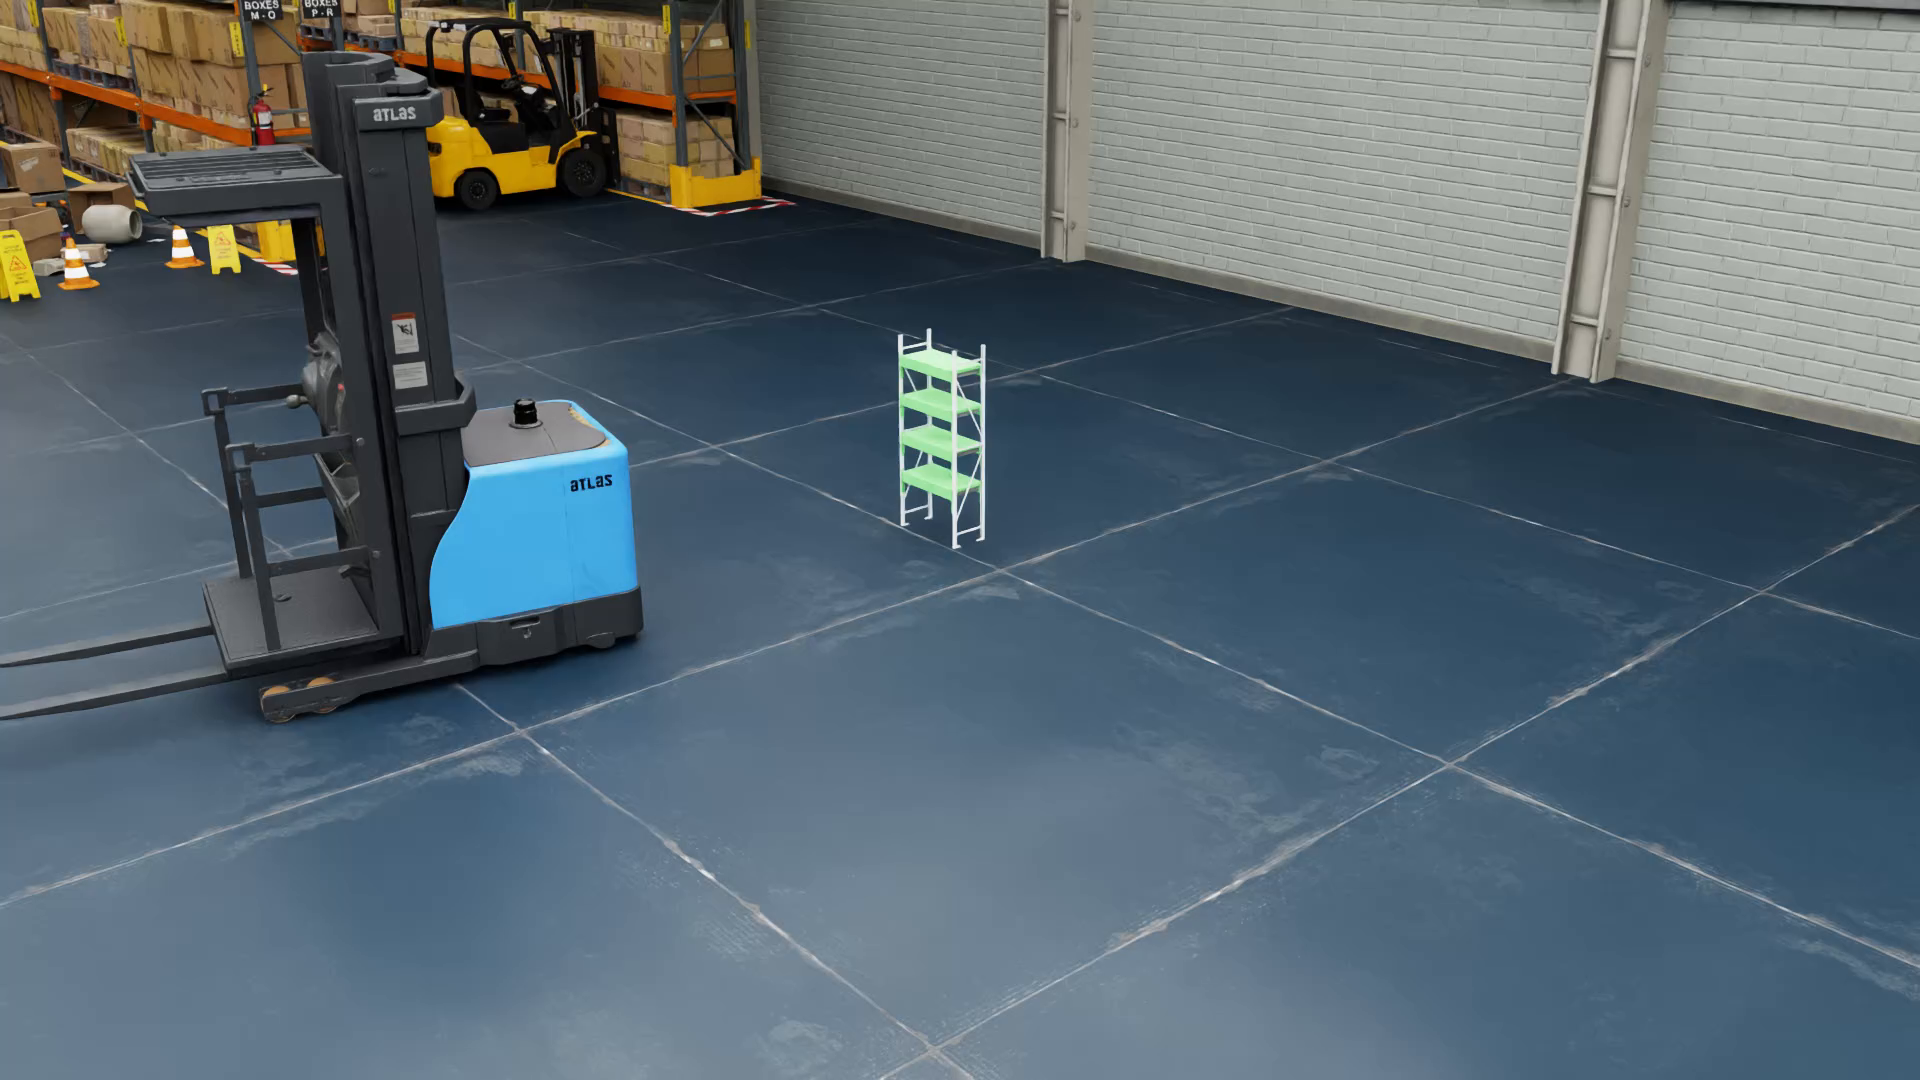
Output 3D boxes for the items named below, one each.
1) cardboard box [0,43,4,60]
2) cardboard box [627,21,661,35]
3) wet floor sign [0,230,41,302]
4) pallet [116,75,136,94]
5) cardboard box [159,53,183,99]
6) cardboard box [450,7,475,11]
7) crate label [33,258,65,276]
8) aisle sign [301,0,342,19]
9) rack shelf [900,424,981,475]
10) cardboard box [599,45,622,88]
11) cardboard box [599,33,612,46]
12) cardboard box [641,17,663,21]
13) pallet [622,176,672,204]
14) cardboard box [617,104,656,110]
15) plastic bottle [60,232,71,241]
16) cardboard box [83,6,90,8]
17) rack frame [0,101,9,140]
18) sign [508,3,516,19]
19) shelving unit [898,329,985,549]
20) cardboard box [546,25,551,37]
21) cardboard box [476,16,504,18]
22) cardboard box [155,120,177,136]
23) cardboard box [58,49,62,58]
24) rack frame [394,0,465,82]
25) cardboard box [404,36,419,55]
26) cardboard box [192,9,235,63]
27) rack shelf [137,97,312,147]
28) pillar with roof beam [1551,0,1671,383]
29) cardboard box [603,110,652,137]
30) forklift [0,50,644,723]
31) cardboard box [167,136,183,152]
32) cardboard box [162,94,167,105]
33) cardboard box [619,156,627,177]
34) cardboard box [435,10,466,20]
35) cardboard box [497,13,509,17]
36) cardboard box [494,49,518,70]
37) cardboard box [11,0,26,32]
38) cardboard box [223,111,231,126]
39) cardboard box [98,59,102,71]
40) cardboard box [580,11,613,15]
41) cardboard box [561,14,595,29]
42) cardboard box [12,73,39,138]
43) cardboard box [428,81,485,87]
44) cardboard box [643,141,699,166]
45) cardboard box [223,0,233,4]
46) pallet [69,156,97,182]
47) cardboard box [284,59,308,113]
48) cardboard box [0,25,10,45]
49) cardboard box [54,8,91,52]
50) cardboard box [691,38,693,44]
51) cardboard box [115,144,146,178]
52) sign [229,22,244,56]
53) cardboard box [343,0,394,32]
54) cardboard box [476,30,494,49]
[{"bbox_3d":[-13.891,-7.226,24.525,0.500,0.250,0.500,-18,28,-38],"label":"cardboard box"},{"bbox_3d":[-3.924,-6.384,20.736,0.380,0.149,0.250,-17,27,-37],"label":"cardboard box"},{"bbox_3d":[-8.972,-2.613,15.771,0.232,0.644,0.267,17,27,36],"label":"wet floor sign"},{"bbox_3d":[-9.806,-5.714,20.723,1.003,0.211,1.213,-17,27,-37],"label":"pallet"},{"bbox_3d":[-8.678,-5.280,18.806,0.500,0.500,0.500,-18,28,-38],"label":"cardboard box"},{"bbox_3d":[-7.527,-8.021,25.322,0.380,0.149,0.250,-17,27,-37],"label":"cardboard box"},{"bbox_3d":[-9.244,-2.776,16.883,0.298,0.136,0.250,7,23,18],"label":"crate label"},{"bbox_3d":[-6.531,-5.720,16.909,0.394,0.787,0.004,-17,27,-37],"label":"aisle sign"},{"bbox_3d":[-0.108,-0.545,9.905,0.258,0.148,0.480,-17,27,-37],"label":"rack shelf"},{"bbox_3d":[-4.235,-6.042,21.161,0.500,0.500,0.500,-18,28,-38],"label":"cardboard box"},{"bbox_3d":[-4.343,-6.361,21.086,0.380,0.149,0.250,-17,27,-37],"label":"cardboard box"},{"bbox_3d":[-3.872,-6.651,21.416,0.380,0.149,0.250,-18,28,-39],"label":"cardboard box"},{"bbox_3d":[-3.580,-4.538,21.281,1.003,0.211,1.213,-17,27,-37],"label":"pallet"},{"bbox_3d":[-4.195,-5.615,22.030,0.500,0.250,0.500,-18,28,-38],"label":"cardboard box"},{"bbox_3d":[-9.996,-3.386,18.546,0.133,0.061,0.283,-12,25,-28],"label":"plastic bottle"},{"bbox_3d":[-11.521,-6.984,22.581,0.500,0.500,0.500,-18,28,-39],"label":"cardboard box"},{"bbox_3d":[-14.640,-7.768,25.704,1.000,3.000,0.127,-17,27,-37],"label":"rack frame"},{"bbox_3d":[-6.064,-7.111,22.547,0.100,0.325,0.005,-17,27,-37],"label":"sign"},{"bbox_3d":[-0.108,-0.604,9.882,0.258,1.200,0.503,-17,27,-37],"label":"shelving unit"},{"bbox_3d":[-5.289,-6.802,22.210,0.380,0.149,0.250,-18,27,-38],"label":"cardboard box"},{"bbox_3d":[-6.625,-7.319,23.530,0.380,0.149,0.250,-19,28,-39],"label":"cardboard box"},{"bbox_3d":[-9.201,-4.848,19.525,0.380,0.149,0.250,-17,27,-37],"label":"cardboard box"},{"bbox_3d":[-11.957,-6.607,22.509,0.380,0.149,0.250,-19,29,-40],"label":"cardboard box"},{"bbox_3d":[-8.271,-7.845,25.902,1.000,3.000,0.127,-17,27,-37],"label":"rack frame"},{"bbox_3d":[-8.166,-7.595,25.467,0.500,0.250,0.500,-17,27,-37],"label":"cardboard box"},{"bbox_3d":[-7.630,-5.334,17.573,0.700,0.500,0.500,-17,27,-37],"label":"cardboard box"},{"bbox_3d":[-8.112,-4.670,18.781,1.077,0.370,4.000,-17,27,-37],"label":"rack shelf"},{"bbox_3d":[1.751,-4.495,9.122,9.100,9.000,0.400,-17,27,-37],"label":"pillar with roof beam"},{"bbox_3d":[-4.260,-5.346,21.343,0.500,0.250,0.500,-17,27,-37],"label":"cardboard box"},{"bbox_3d":[-3.184,-0.729,7.826,3.031,2.935,1.130,-11,24,-27],"label":"forklift"},{"bbox_3d":[-8.879,-4.450,19.398,0.500,0.500,0.500,-16,27,-35],"label":"cardboard box"},{"bbox_3d":[-9.054,-5.154,19.374,0.380,0.149,0.250,-18,27,-38],"label":"cardboard box"},{"bbox_3d":[-4.232,-4.885,21.538,0.500,0.250,0.500,-17,27,-37],"label":"cardboard box"},{"bbox_3d":[-7.556,-7.766,24.672,0.380,0.149,0.250,-17,27,-37],"label":"cardboard box"},{"bbox_3d":[-6.519,-7.602,24.253,0.380,0.149,0.250,-18,27,-38],"label":"cardboard box"},{"bbox_3d":[-6.187,-6.747,23.304,0.500,0.250,0.500,-17,27,-36],"label":"cardboard box"},{"bbox_3d":[-12.905,-7.395,23.244,0.500,0.500,0.500,-17,27,-37],"label":"cardboard box"},{"bbox_3d":[-7.613,-4.507,17.724,0.380,0.149,0.250,-18,28,-38],"label":"cardboard box"},{"bbox_3d":[-10.618,-5.998,20.953,0.380,0.149,0.250,-17,27,-37],"label":"cardboard box"},{"bbox_3d":[-4.907,-7.062,22.467,0.380,0.149,0.250,-18,28,-38],"label":"cardboard box"},{"bbox_3d":[-4.984,-6.789,21.769,0.380,0.149,0.250,-18,28,-38],"label":"cardboard box"},{"bbox_3d":[-13.579,-6.574,24.993,0.875,0.875,0.875,-16,27,-36],"label":"cardboard box"},{"bbox_3d":[-7.874,-6.760,25.810,0.875,0.625,0.625,-16,27,-36],"label":"cardboard box"},{"bbox_3d":[-3.603,-4.843,20.745,0.500,0.250,0.500,-18,28,-38],"label":"cardboard box"},{"bbox_3d":[-13.401,-9.935,31.034,0.500,0.250,0.500,-17,27,-37],"label":"cardboard box"},{"bbox_3d":[-11.520,-5.148,22.838,1.003,0.211,1.213,-17,27,-37],"label":"pallet"},{"bbox_3d":[-6.906,-4.834,17.669,0.500,0.500,0.500,-18,28,-38],"label":"cardboard box"},{"bbox_3d":[-13.563,-7.320,24.080,0.500,0.250,0.500,-18,28,-39],"label":"cardboard box"},{"bbox_3d":[-11.565,-6.722,21.912,0.500,0.500,0.500,-16,26,-35],"label":"cardboard box"},{"bbox_3d":[-3.283,-6.192,20.654,0.380,0.149,0.250,-17,27,-37],"label":"cardboard box"},{"bbox_3d":[-10.234,-4.872,21.337,0.950,0.372,0.625,-15,26,-34],"label":"cardboard box"},{"bbox_3d":[-7.240,-5.012,16.647,0.100,0.325,0.005,-17,27,-37],"label":"sign"},{"bbox_3d":[-9.476,-8.496,26.845,0.797,0.503,0.637,-18,28,-39],"label":"cardboard box"},{"bbox_3d":[-6.515,-7.118,23.566,0.500,0.250,0.500,-18,28,-39],"label":"cardboard box"}]
